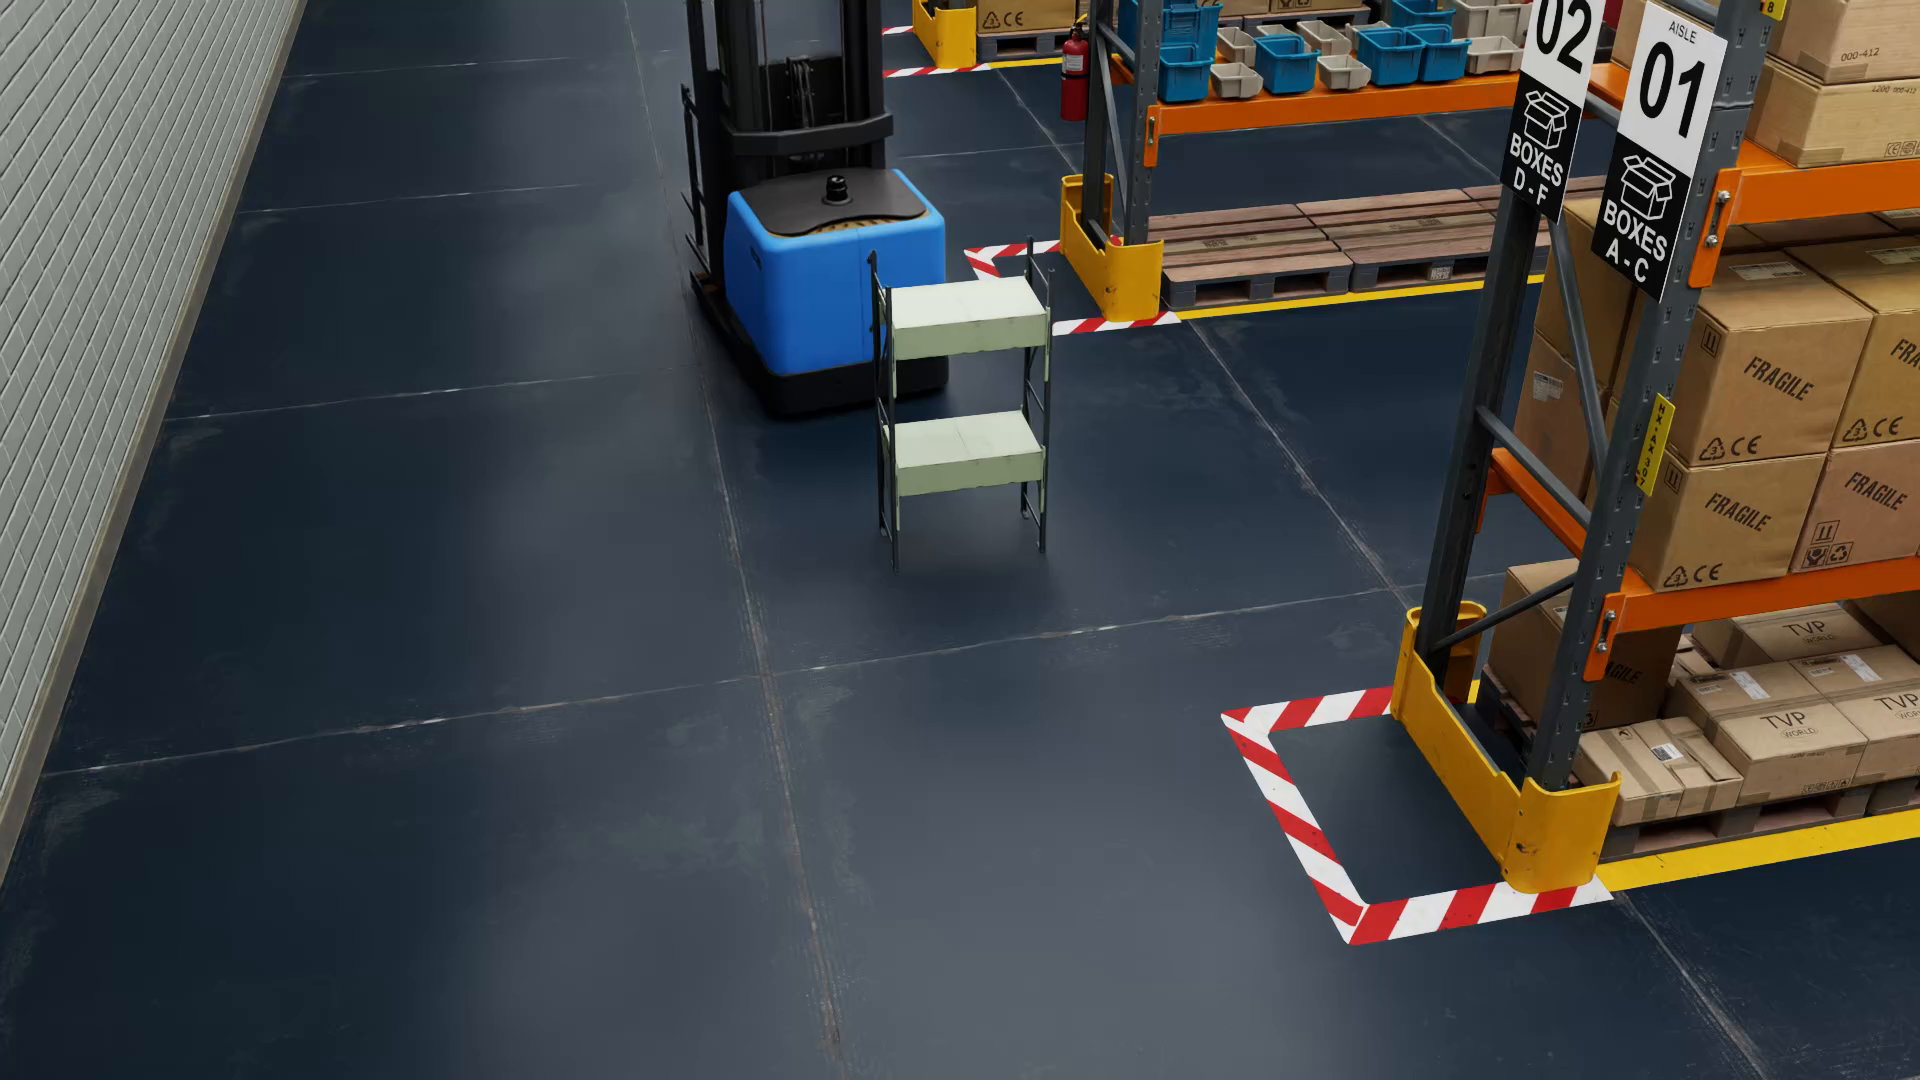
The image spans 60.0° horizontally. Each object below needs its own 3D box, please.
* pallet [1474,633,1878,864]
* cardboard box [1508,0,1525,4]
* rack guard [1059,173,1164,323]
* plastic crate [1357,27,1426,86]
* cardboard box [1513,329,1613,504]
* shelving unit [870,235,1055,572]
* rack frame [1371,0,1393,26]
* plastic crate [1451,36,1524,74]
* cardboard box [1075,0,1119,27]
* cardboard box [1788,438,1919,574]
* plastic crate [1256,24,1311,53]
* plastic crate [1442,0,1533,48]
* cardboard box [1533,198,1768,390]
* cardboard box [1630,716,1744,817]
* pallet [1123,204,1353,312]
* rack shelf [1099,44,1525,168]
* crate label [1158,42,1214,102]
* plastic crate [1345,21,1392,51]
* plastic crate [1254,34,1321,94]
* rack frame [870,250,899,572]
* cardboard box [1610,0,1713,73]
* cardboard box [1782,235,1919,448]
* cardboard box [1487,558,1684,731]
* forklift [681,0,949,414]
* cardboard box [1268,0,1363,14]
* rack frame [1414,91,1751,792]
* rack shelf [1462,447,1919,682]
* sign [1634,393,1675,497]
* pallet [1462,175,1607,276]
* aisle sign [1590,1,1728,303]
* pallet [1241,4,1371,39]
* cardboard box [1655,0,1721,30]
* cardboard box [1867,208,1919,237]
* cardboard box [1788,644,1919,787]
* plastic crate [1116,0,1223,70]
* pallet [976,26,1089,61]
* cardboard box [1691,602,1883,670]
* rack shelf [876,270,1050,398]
[{"bbox_3d":[2.911,0.816,6.845,1.213,0.211,1.003,-7,35,-11],"label":"pallet"},{"bbox_3d":[5.270,-5.602,15.436,0.875,0.875,1.225,-8,35,-12],"label":"cardboard box"},{"bbox_3d":[0.950,-1.879,10.601,0.348,0.500,1.175,-7,35,-11],"label":"rack guard"},{"bbox_3d":[2.568,-2.895,9.969,0.300,0.233,0.416,-7,35,-11],"label":"plastic crate"},{"bbox_3d":[2.436,-0.478,6.181,0.500,0.500,0.500,-6,34,-9],"label":"cardboard box"},{"bbox_3d":[0.007,-0.624,7.833,0.755,1.500,0.431,-7,35,-11],"label":"shelving unit"},{"bbox_3d":[3.779,-6.110,14.663,0.127,3.000,1.000,-7,35,-11],"label":"rack frame"},{"bbox_3d":[3.240,-2.956,10.146,0.466,0.136,0.293,-7,35,-11],"label":"plastic crate"},{"bbox_3d":[1.372,-5.145,14.754,0.875,0.875,0.875,-7,35,-11],"label":"cardboard box"},{"bbox_3d":[3.052,-0.253,5.845,0.500,0.500,0.500,-8,35,-11],"label":"cardboard box"},{"bbox_3d":[2.012,-3.068,10.313,0.243,0.136,0.396,-7,35,-11],"label":"plastic crate"},{"bbox_3d":[3.342,-3.306,10.538,0.530,0.282,0.437,-7,35,-11],"label":"plastic crate"},{"bbox_3d":[2.433,-0.895,5.904,0.500,0.500,0.500,-7,35,-11],"label":"cardboard box"},{"bbox_3d":[2.787,0.864,6.418,0.250,0.166,0.380,-7,35,-11],"label":"cardboard box"},{"bbox_3d":[1.783,-1.849,10.816,1.213,0.211,1.003,-7,35,-11],"label":"pallet"},{"bbox_3d":[2.921,-2.874,10.486,4.000,0.370,1.077,-7,35,-11],"label":"rack shelf"},{"bbox_3d":[1.284,-2.733,9.728,0.303,0.233,0.416,-7,35,-11],"label":"crate label"},{"bbox_3d":[2.562,-3.162,10.453,0.250,0.136,0.298,-7,35,-11],"label":"plastic crate"},{"bbox_3d":[1.926,-2.814,9.848,0.300,0.233,0.416,-7,35,-11],"label":"plastic crate"},{"bbox_3d":[-0.350,-0.579,7.766,0.023,1.500,0.400,-7,35,-11],"label":"rack frame"},{"bbox_3d":[2.502,-1.624,5.420,0.500,0.250,0.500,-7,35,-11],"label":"cardboard box"},{"bbox_3d":[3.059,-0.670,5.570,0.500,0.500,0.500,-7,34,-10],"label":"cardboard box"},{"bbox_3d":[2.535,0.421,6.780,0.500,0.500,0.500,-7,35,-11],"label":"cardboard box"},{"bbox_3d":[-1.062,-2.724,9.679,1.130,2.935,3.031,-12,36,-17],"label":"forklift"},{"bbox_3d":[3.118,-5.365,15.082,0.875,0.875,0.875,-7,35,-11],"label":"cardboard box"},{"bbox_3d":[2.059,-0.234,5.907,0.127,3.000,1.000,-7,35,-11],"label":"rack frame"},{"bbox_3d":[4.010,-0.181,6.474,4.000,0.370,1.077,-7,35,-11],"label":"rack shelf"},{"bbox_3d":[2.179,-0.299,5.226,0.005,0.325,0.100,-7,35,-11],"label":"sign"},{"bbox_3d":[4.163,-2.149,11.263,1.213,0.211,1.003,-7,35,-11],"label":"pallet"},{"bbox_3d":[2.058,-1.145,4.932,0.004,0.787,0.394,-7,35,-11],"label":"aisle sign"},{"bbox_3d":[3.020,-4.901,15.364,1.213,0.211,1.003,-7,35,-11],"label":"pallet"},{"bbox_3d":[2.504,-1.827,5.274,0.500,0.250,0.500,-7,35,-11],"label":"cardboard box"},{"bbox_3d":[3.430,-1.024,6.096,0.500,0.500,0.500,-6,34,-9],"label":"cardboard box"},{"bbox_3d":[3.628,0.690,6.603,0.500,0.250,0.500,-7,35,-11],"label":"cardboard box"},{"bbox_3d":[1.256,-3.109,10.105,0.499,0.435,0.616,-7,35,-11],"label":"plastic crate"},{"bbox_3d":[0.640,-4.601,14.917,1.213,0.211,1.003,-7,35,-11],"label":"pallet"},{"bbox_3d":[3.469,0.424,6.999,0.500,0.250,0.500,-7,35,-11],"label":"cardboard box"},{"bbox_3d":[0.007,-0.948,7.616,0.720,0.370,0.431,-7,35,-11],"label":"rack shelf"}]
